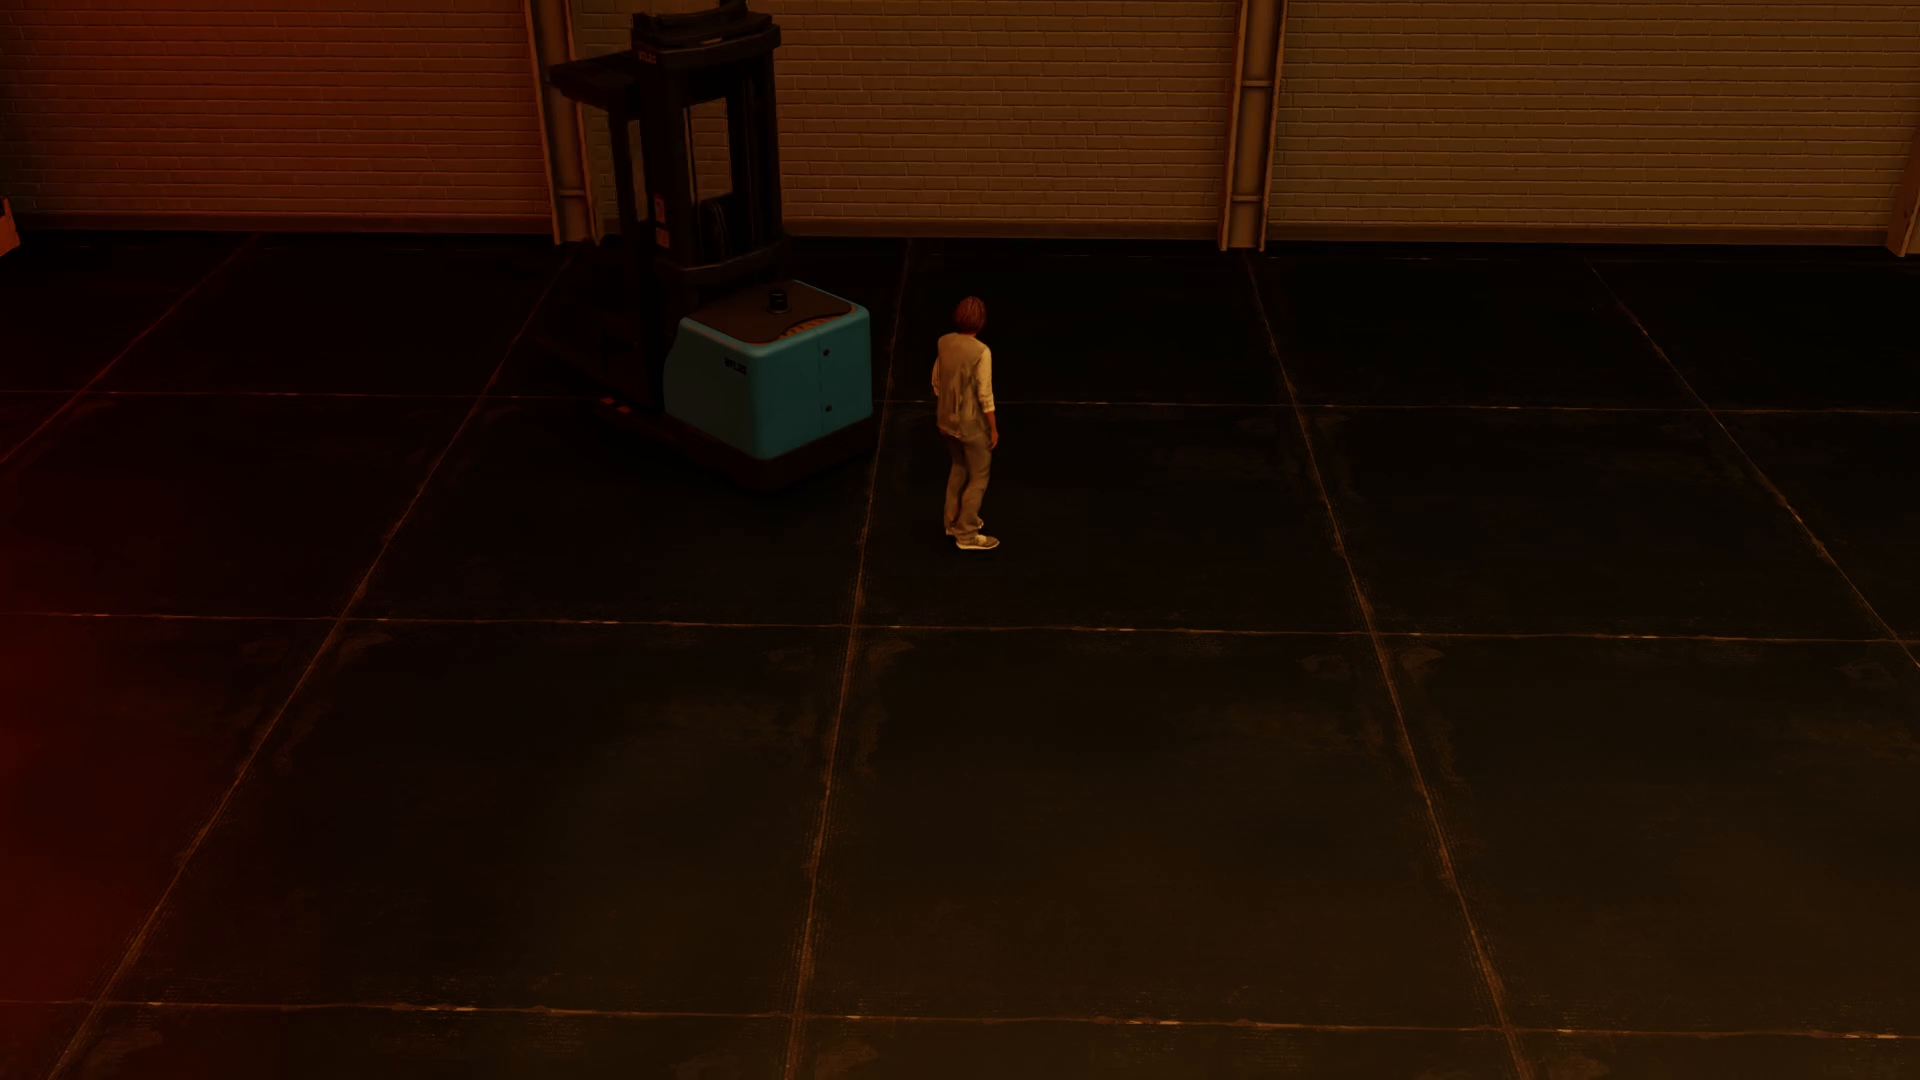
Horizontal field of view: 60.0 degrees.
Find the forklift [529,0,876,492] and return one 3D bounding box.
[{"bbox_3d":[-1.984,-2.217,11.375,3.031,2.935,1.130,26,40,37],"label":"forklift"}]

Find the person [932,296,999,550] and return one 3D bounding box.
[{"bbox_3d":[0.026,-0.714,10.155,0.527,1.583,0.363,24,38,35],"label":"person"}]
